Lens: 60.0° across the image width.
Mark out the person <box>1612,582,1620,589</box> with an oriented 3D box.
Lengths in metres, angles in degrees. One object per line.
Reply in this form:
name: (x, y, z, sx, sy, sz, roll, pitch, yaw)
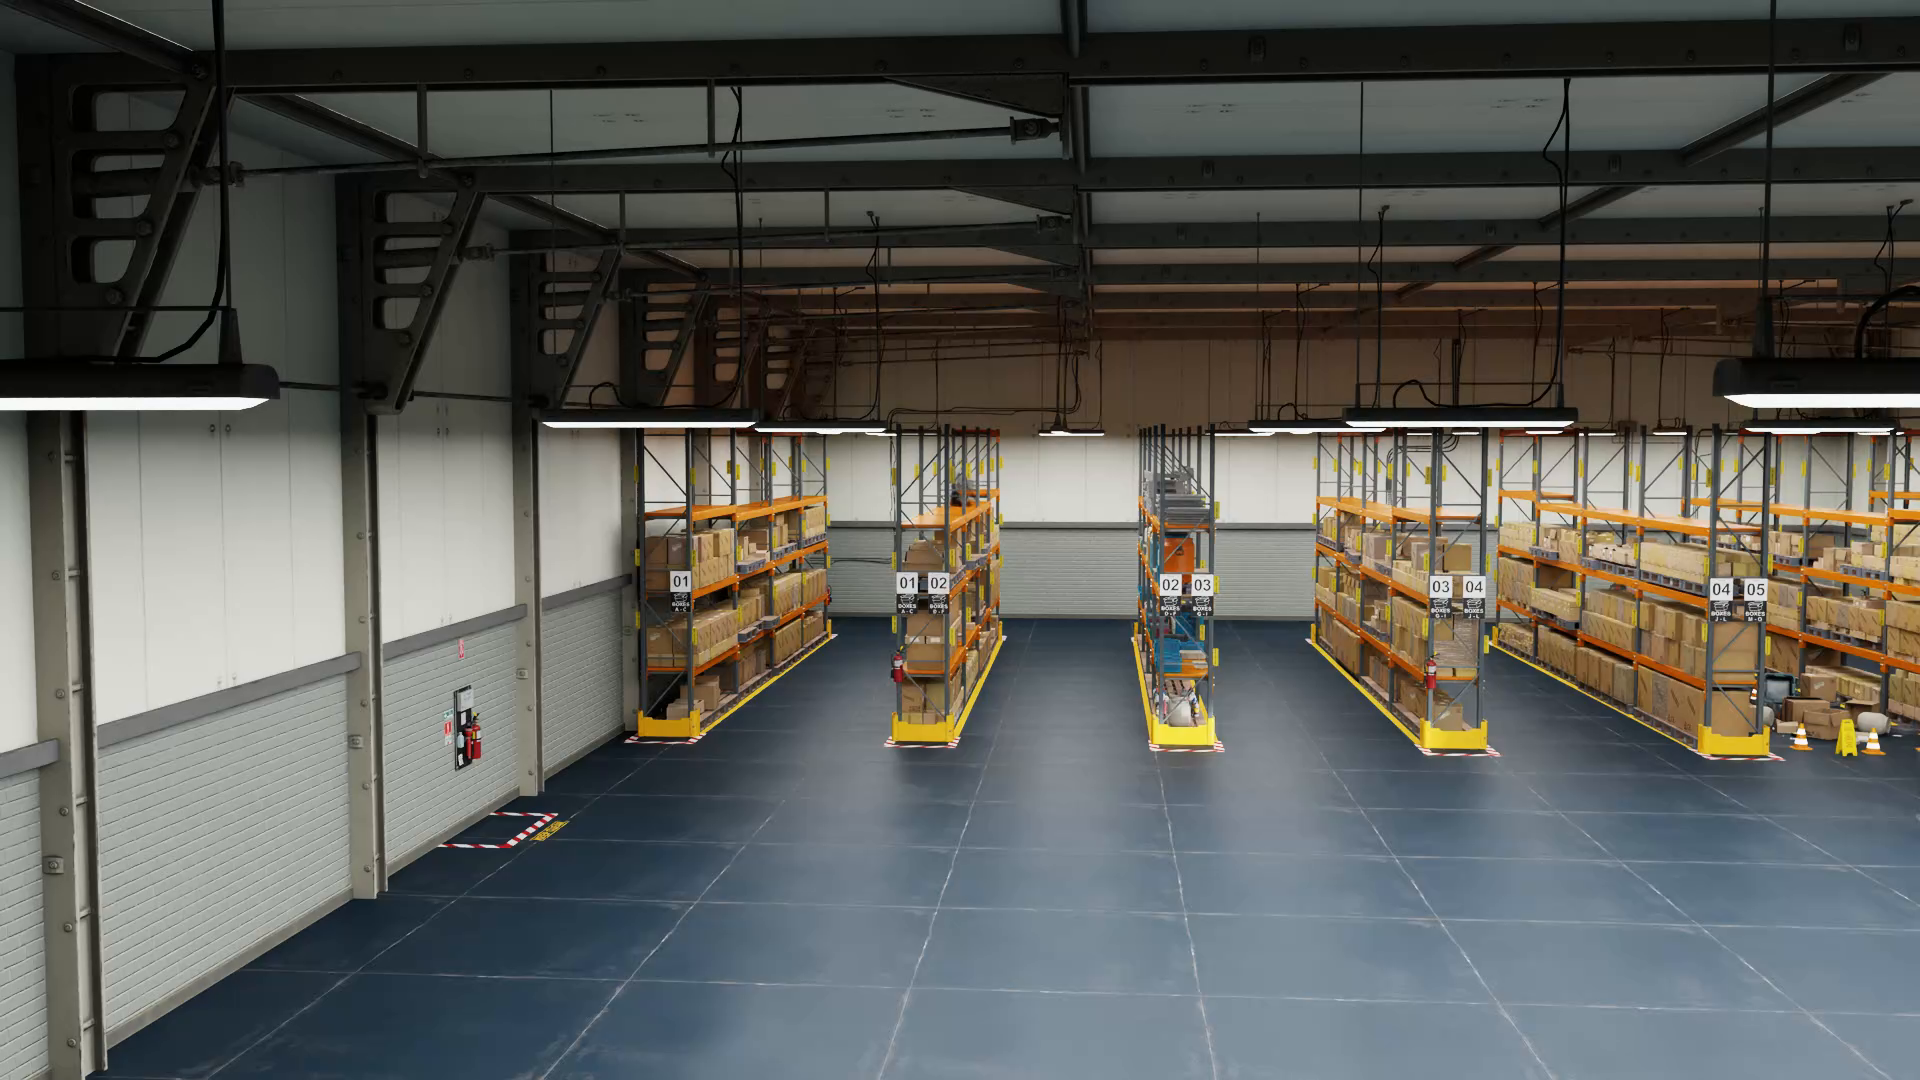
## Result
person: (18.680, 1.996, 47.283, 0.954, 1.744, 0.668, 0, 3, 0)
